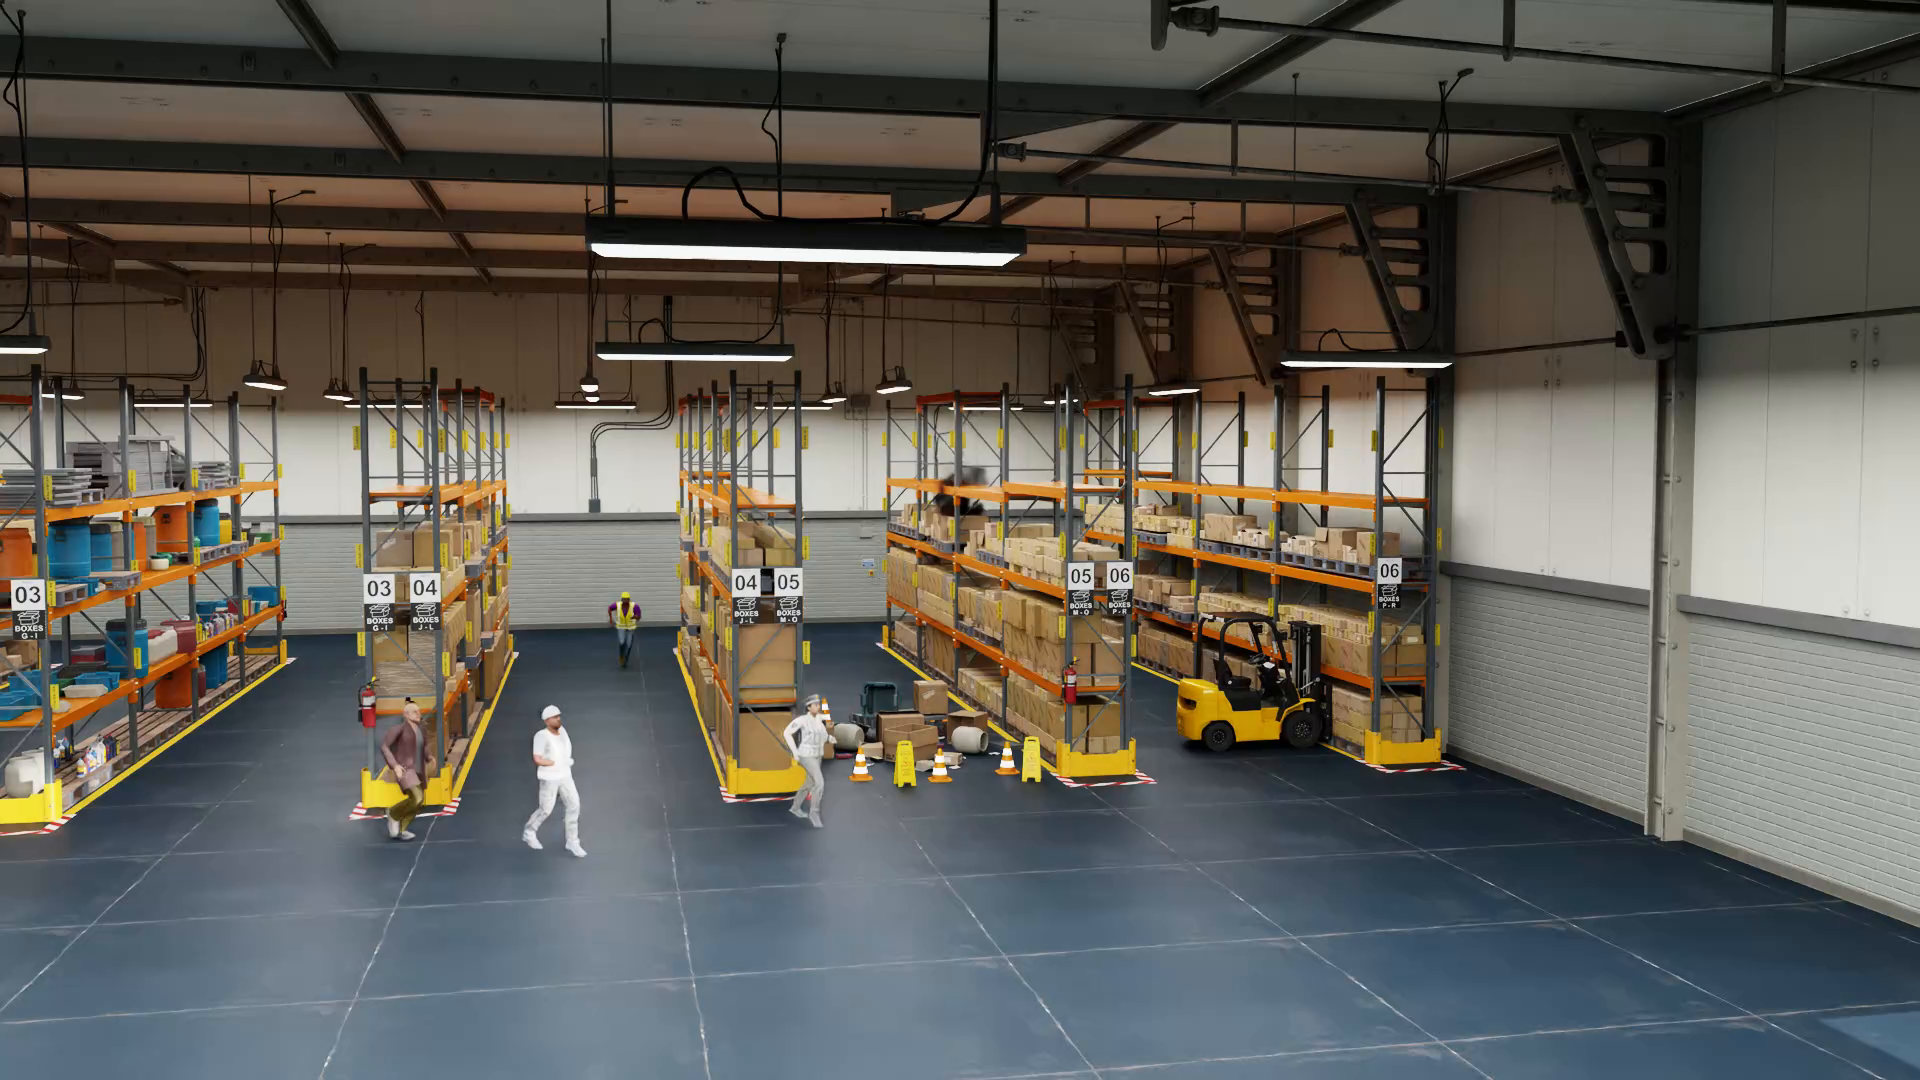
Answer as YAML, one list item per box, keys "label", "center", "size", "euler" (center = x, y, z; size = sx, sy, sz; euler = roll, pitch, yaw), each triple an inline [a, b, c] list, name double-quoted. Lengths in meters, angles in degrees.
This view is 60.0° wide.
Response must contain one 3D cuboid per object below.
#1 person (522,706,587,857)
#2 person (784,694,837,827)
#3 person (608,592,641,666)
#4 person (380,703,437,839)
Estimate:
- label: "person"
  center: [-4.943, 2.914, 20.131]
  size: [0.775, 1.835, 0.683]
  euler: [2, 4, 27]
- label: "person"
  center: [-1.937, 2.876, 21.774]
  size: [0.727, 1.751, 0.598]
  euler: [2, 4, 32]
- label: "person"
  center: [-7.368, 1.973, 36.574]
  size: [0.683, 1.675, 0.830]
  euler: [-1, 4, -17]
- label: "person"
  center: [-6.882, 2.902, 20.875]
  size: [0.635, 1.703, 0.670]
  euler: [2, 4, 24]
